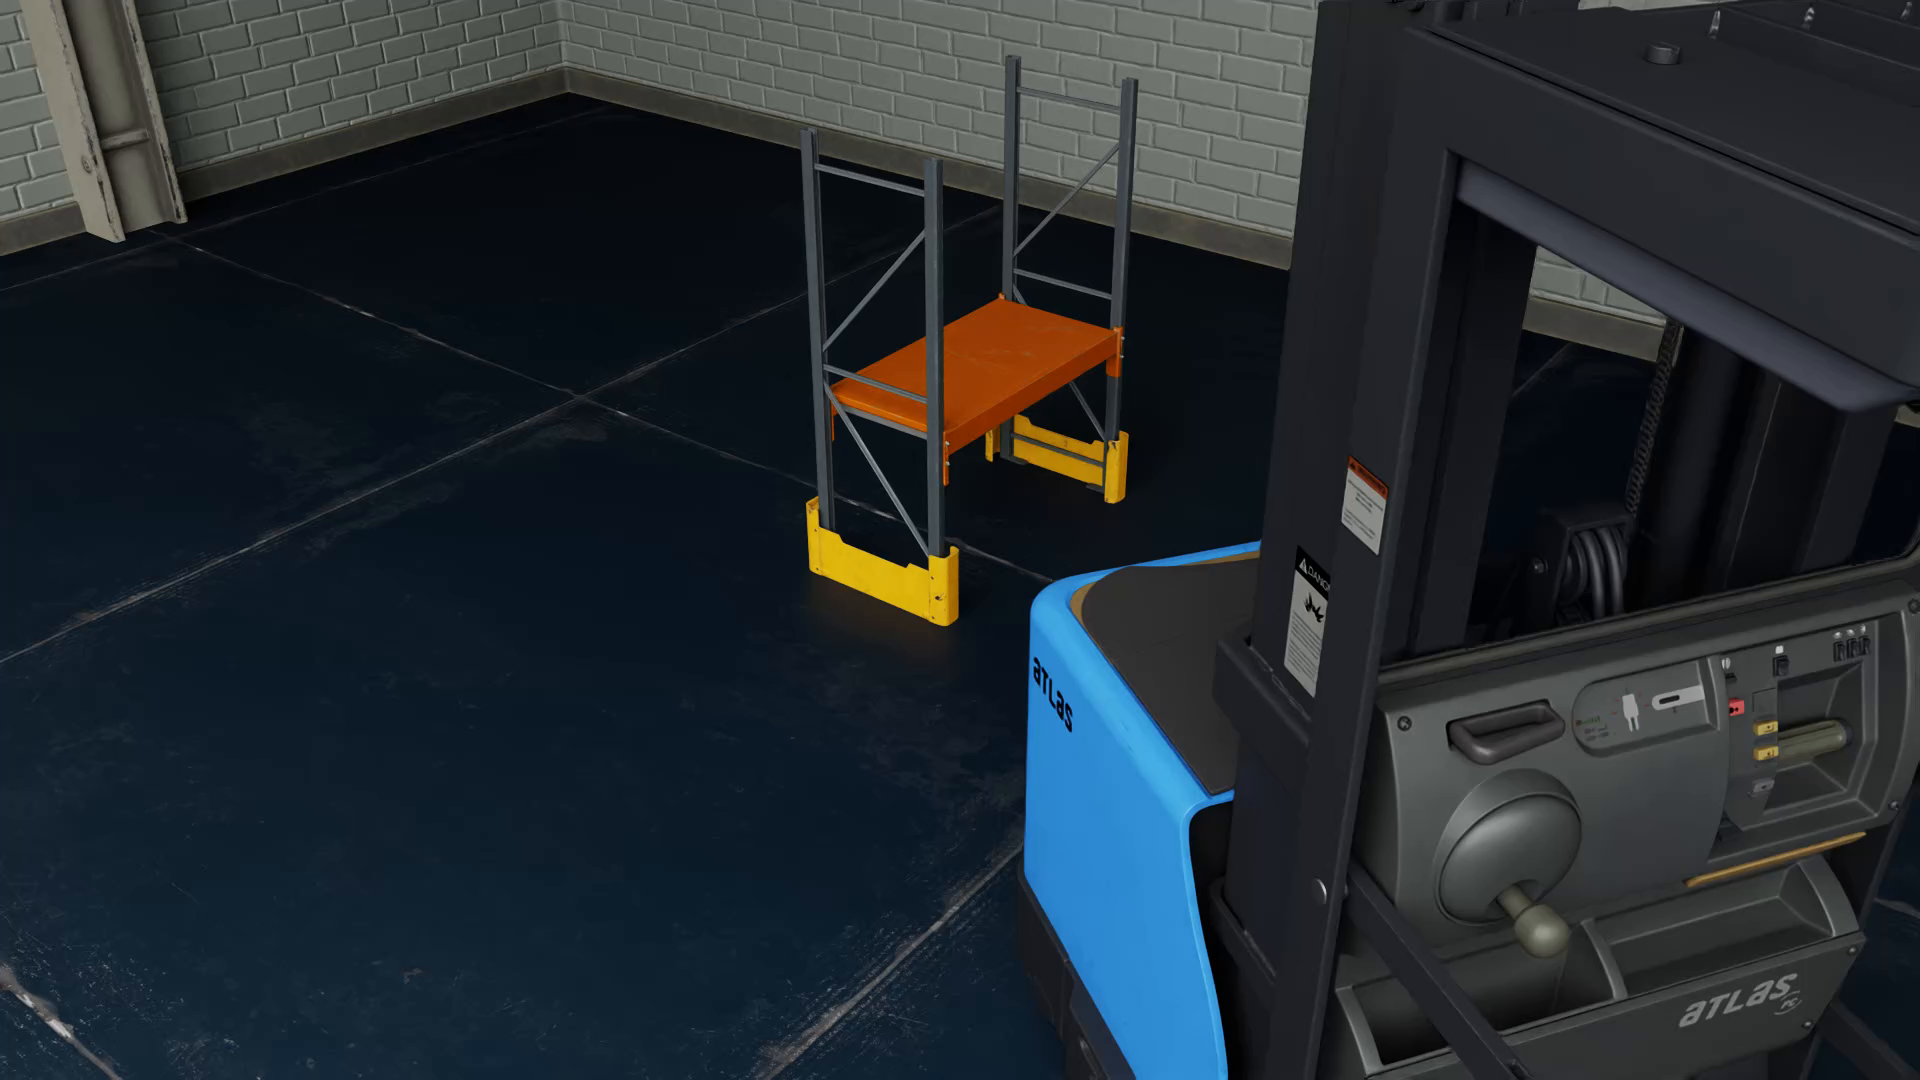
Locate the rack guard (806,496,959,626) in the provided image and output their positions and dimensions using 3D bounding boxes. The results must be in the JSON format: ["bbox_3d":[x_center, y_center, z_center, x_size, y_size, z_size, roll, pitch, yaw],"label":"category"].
[{"bbox_3d":[-0.255,0.064,5.397,0.587,0.250,0.087,21,37,31],"label":"rack guard"}]

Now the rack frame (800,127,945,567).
[{"bbox_3d":[-0.255,-0.473,5.077,0.500,1.500,0.032,21,37,31],"label":"rack frame"}]

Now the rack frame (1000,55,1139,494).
[{"bbox_3d":[0.358,-0.887,5.775,0.500,1.500,0.032,21,37,31],"label":"rack frame"}]

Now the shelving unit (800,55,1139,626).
[{"bbox_3d":[0.046,-0.676,5.420,0.587,1.500,1.083,21,37,31],"label":"shelving unit"}]

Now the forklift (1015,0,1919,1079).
[{"bbox_3d":[1.096,0.378,2.237,1.130,2.935,3.031,-10,32,-16],"label":"forklift"}]

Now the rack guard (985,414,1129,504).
[{"bbox_3d":[0.347,-0.341,6.080,0.587,0.250,0.087,21,37,31],"label":"rack guard"}]

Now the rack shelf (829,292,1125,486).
[{"bbox_3d":[0.052,-0.525,5.518,0.538,0.185,1.000,21,37,31],"label":"rack shelf"}]

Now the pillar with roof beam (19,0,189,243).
[{"bbox_3d":[-0.750,-4.145,3.917,9.100,9.000,0.400,21,37,31],"label":"pillar with roof beam"}]
